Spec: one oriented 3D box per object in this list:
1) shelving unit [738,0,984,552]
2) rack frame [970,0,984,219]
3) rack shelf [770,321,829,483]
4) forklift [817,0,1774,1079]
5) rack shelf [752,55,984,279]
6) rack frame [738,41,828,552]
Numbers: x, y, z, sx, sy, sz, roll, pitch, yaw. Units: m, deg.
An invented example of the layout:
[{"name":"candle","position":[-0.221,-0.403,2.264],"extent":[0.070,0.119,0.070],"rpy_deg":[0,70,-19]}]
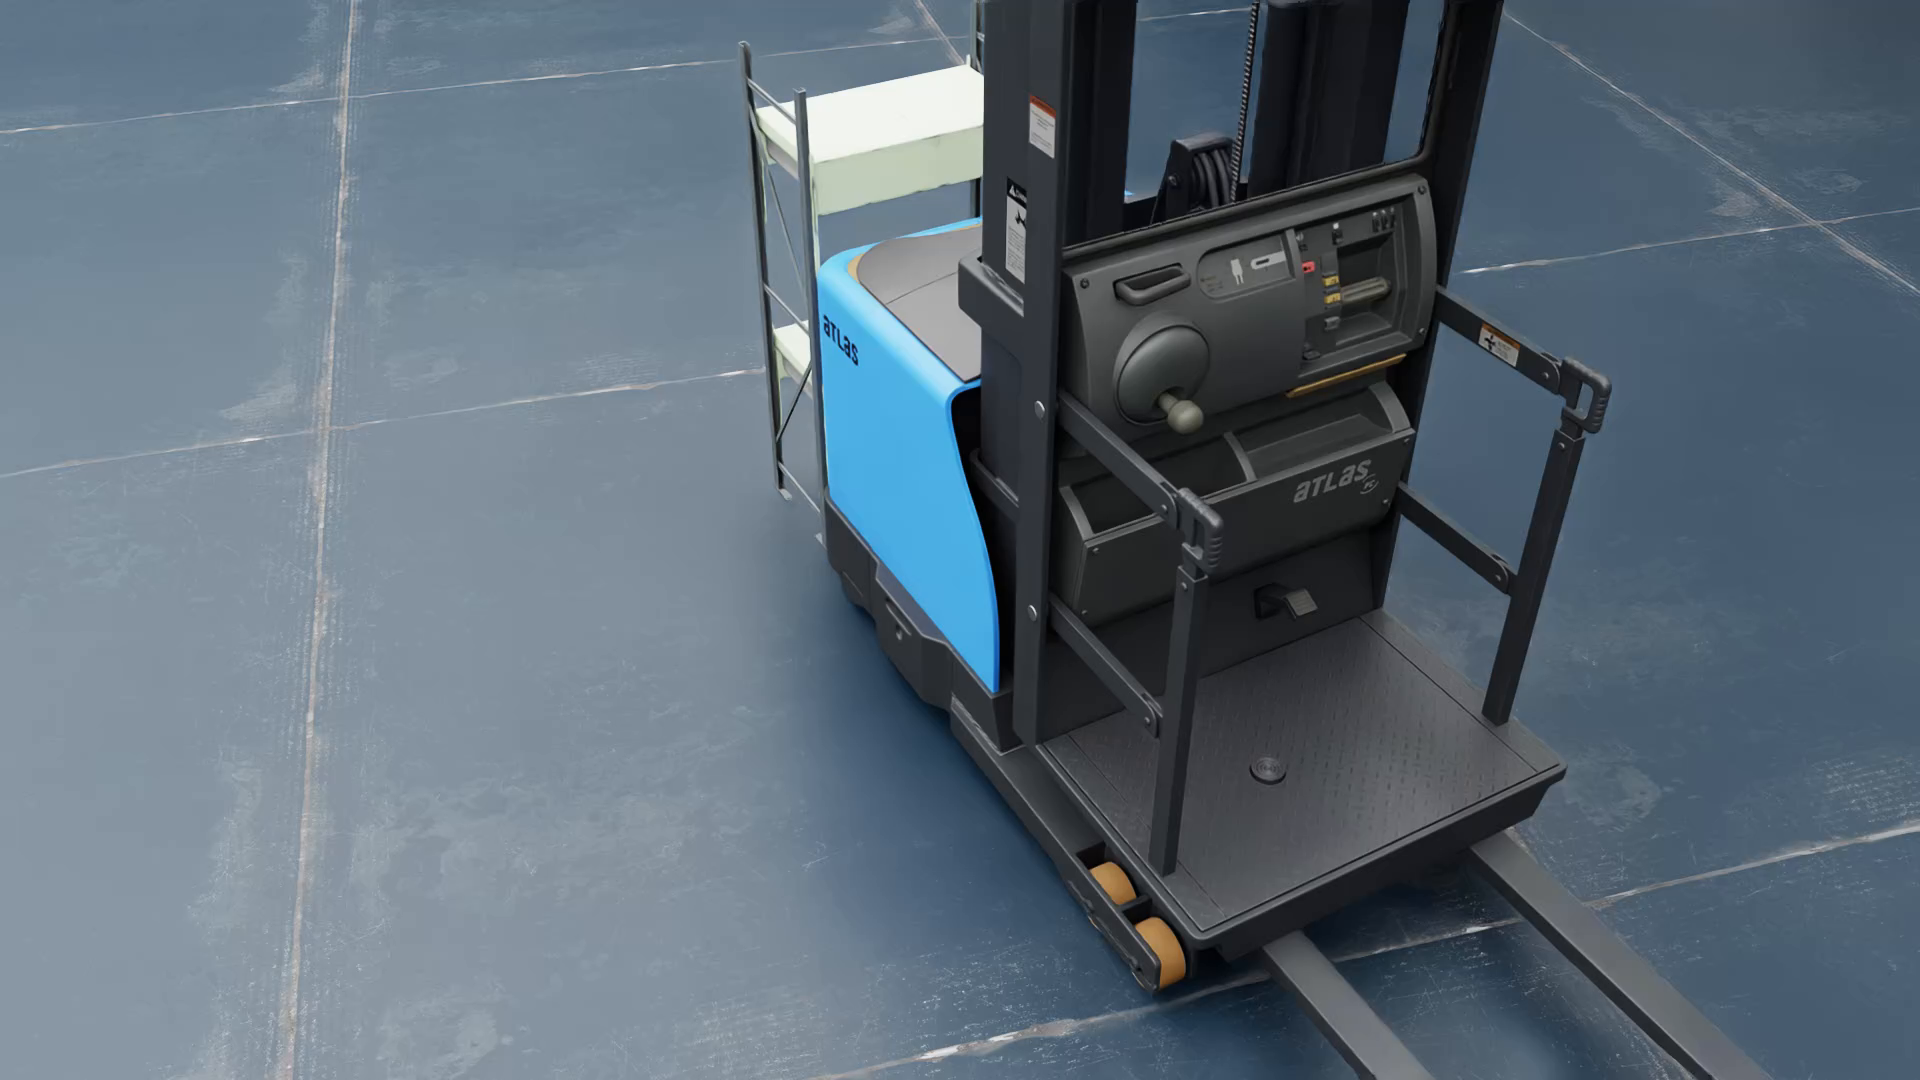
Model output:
[{"name":"shelving unit","position":[-0.183,-0.776,5.030],"extent":[0.755,1.500,0.431],"rpy_deg":[-19,41,-23]},{"name":"rack frame","position":[0.137,-0.884,5.171],"extent":[0.023,1.500,0.400],"rpy_deg":[-19,41,-23]},{"name":"rack shelf","position":[-0.183,-0.517,5.228],"extent":[0.720,0.370,0.431],"rpy_deg":[-19,41,-23]},{"name":"forklift","position":[0.751,-0.436,3.407],"extent":[1.130,2.935,3.031],"rpy_deg":[-19,41,-23]},{"name":"rack shelf","position":[-0.184,-1.086,4.793],"extent":[0.720,0.370,0.431],"rpy_deg":[-19,41,-23]},{"name":"rack frame","position":[-0.504,-0.668,4.889],"extent":[0.023,1.500,0.400],"rpy_deg":[-19,41,-23]}]
